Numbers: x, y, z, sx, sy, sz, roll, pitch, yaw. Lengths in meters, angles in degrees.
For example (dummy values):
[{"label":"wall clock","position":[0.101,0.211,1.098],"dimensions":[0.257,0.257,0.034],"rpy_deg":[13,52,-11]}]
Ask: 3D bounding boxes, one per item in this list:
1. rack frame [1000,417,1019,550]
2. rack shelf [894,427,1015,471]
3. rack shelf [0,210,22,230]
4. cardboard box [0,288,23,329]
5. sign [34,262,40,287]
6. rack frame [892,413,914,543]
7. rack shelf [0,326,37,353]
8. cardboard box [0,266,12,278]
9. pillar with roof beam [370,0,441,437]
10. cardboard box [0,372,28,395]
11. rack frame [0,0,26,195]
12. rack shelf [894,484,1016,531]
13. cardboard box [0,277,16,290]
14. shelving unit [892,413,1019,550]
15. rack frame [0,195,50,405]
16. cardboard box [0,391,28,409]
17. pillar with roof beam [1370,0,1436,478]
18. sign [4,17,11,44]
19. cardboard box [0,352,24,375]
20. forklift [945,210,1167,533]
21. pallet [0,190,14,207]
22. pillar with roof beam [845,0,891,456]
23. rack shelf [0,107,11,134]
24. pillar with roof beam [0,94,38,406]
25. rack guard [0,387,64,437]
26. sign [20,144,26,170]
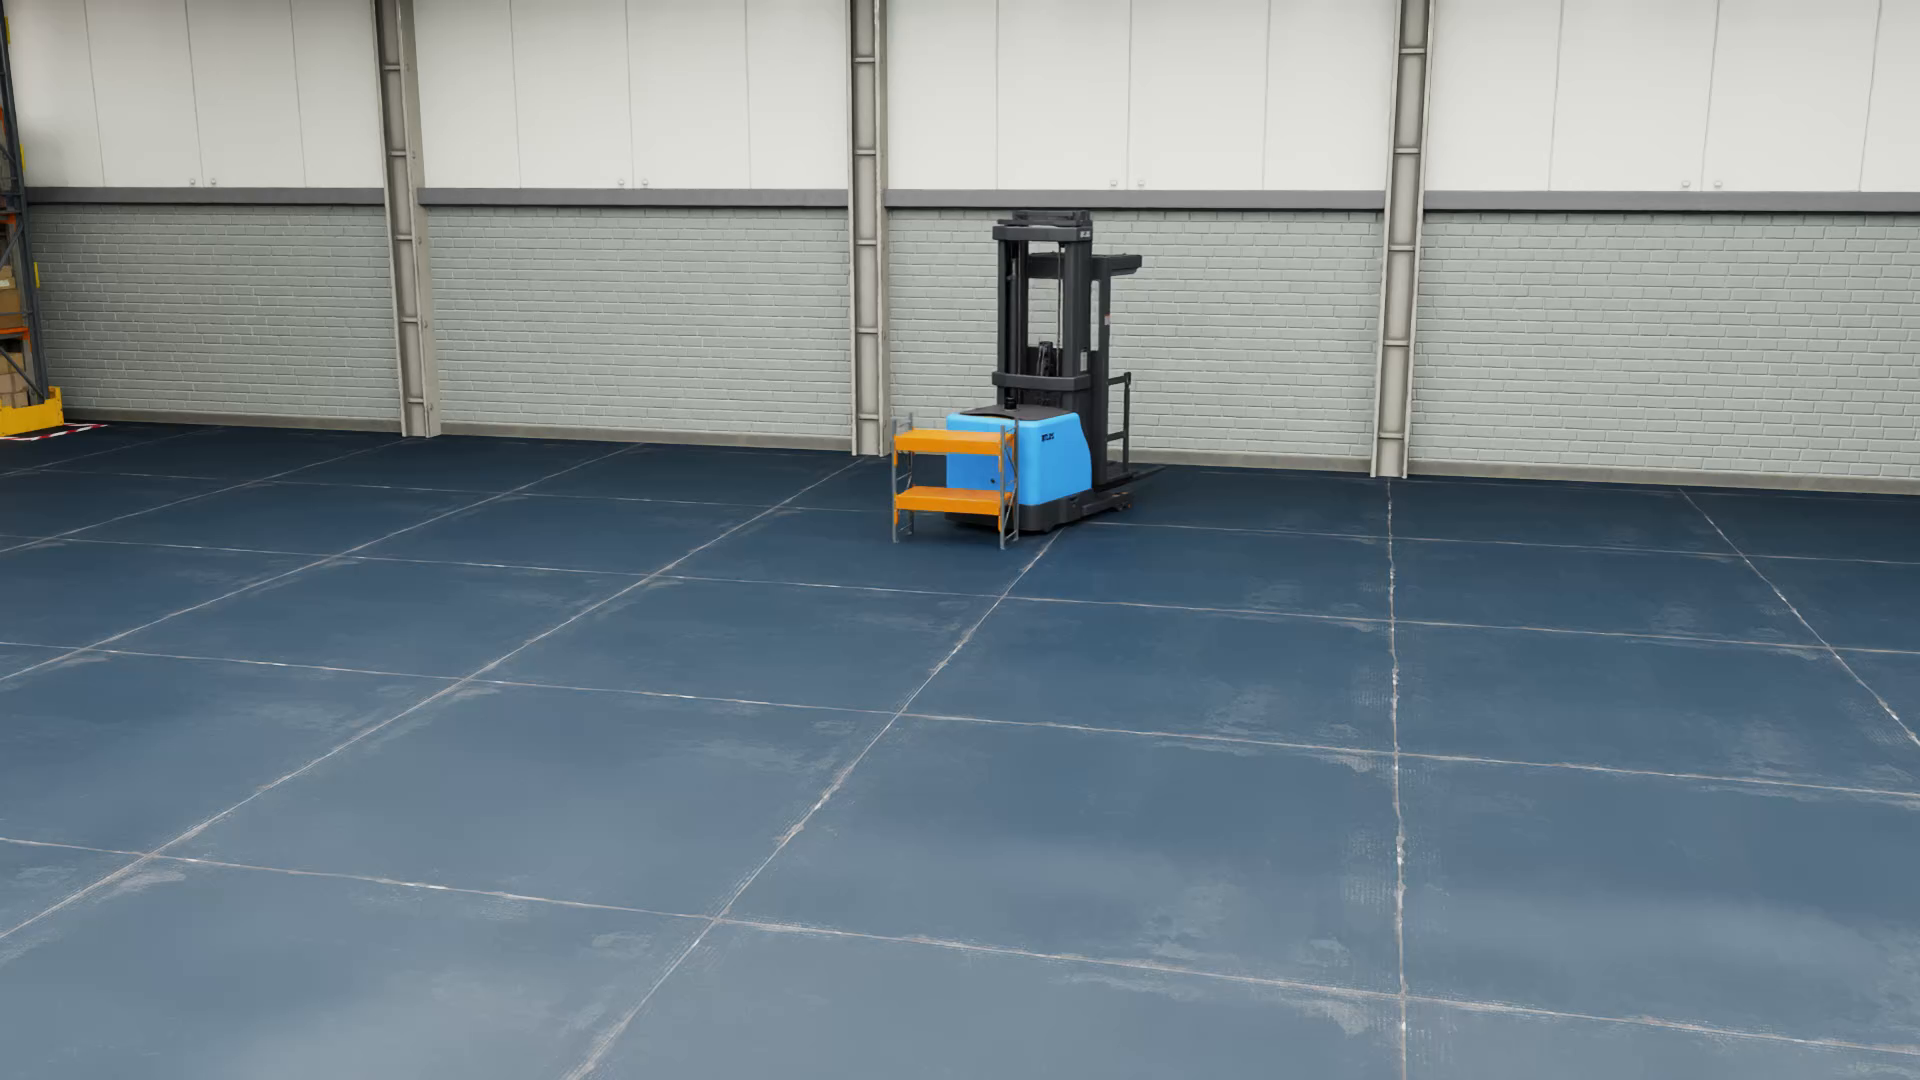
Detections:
[{"label":"rack frame","position":[0.446,-0.509,14.929],"dimensions":[0.032,1.125,0.500],"rpy_deg":[4,13,17]},{"label":"rack shelf","position":[-0.038,-0.828,15.015],"dimensions":[1.000,0.278,0.538],"rpy_deg":[4,13,17]},{"label":"rack shelf","position":[-14.193,-4.111,21.574],"dimensions":[4.000,0.370,1.077],"rpy_deg":[3,13,14]},{"label":"cardboard box","position":[-12.665,-3.027,21.721],"dimensions":[0.500,0.500,0.500],"rpy_deg":[3,13,15]},{"label":"sign","position":[-12.112,-3.472,21.775],"dimensions":[0.005,0.325,0.100],"rpy_deg":[3,13,14]},{"label":"rack frame","position":[-0.523,-0.575,15.228],"dimensions":[0.032,1.125,0.500],"rpy_deg":[4,13,17]},{"label":"rack shelf","position":[-14.193,-2.647,21.899],"dimensions":[4.000,0.370,1.077],"rpy_deg":[3,13,14]},{"label":"cardboard box","position":[-12.526,-3.467,21.521],"dimensions":[0.250,0.149,0.380],"rpy_deg":[3,13,12]},{"label":"pillar with roof beam","position":[-7.917,-4.832,16.236],"dimensions":[0.400,9.000,9.100],"rpy_deg":[3,13,14]},{"label":"cardboard box","position":[-12.658,-2.069,21.858],"dimensions":[0.500,0.250,0.500],"rpy_deg":[3,13,15]},{"label":"rack frame","position":[-12.251,-5.823,20.703],"dimensions":[0.127,3.000,1.000],"rpy_deg":[3,13,14]},{"label":"rack shelf","position":[-0.038,-0.303,15.132],"dimensions":[1.000,0.278,0.538],"rpy_deg":[4,13,17]},{"label":"cardboard box","position":[-12.518,-3.332,21.597],"dimensions":[0.250,0.149,0.380],"rpy_deg":[3,13,12]},{"label":"shelving unit","position":[-0.038,-0.542,15.079],"dimensions":[1.048,1.125,0.538],"rpy_deg":[4,13,17]},{"label":"rack frame","position":[-12.251,-2.894,21.353],"dimensions":[0.127,3.000,1.000],"rpy_deg":[3,13,14]},{"label":"cardboard box","position":[-12.681,-1.823,21.905],"dimensions":[0.500,0.250,0.500],"rpy_deg":[3,13,14]},{"label":"pillar with roof beam","position":[3.733,-4.209,13.429],"dimensions":[0.400,9.000,9.100],"rpy_deg":[3,13,14]},{"label":"sign","position":[-12.112,-6.473,21.109],"dimensions":[0.005,0.325,0.100],"rpy_deg":[3,13,14]},{"label":"cardboard box","position":[-12.672,-2.310,21.789],"dimensions":[0.500,0.250,0.500],"rpy_deg":[3,13,13]},{"label":"forklift","position":[1.095,-1.769,16.439],"dimensions":[1.130,2.935,3.031],"rpy_deg":[8,15,33]},{"label":"pallet","position":[-12.931,-4.357,21.227],"dimensions":[1.213,0.211,1.003],"rpy_deg":[3,13,14]},{"label":"pillar with roof beam","position":[-2.092,-4.520,14.833],"dimensions":[0.400,9.000,9.100],"rpy_deg":[3,13,14]},{"label":"rack shelf","position":[-14.193,-5.380,21.292],"dimensions":[4.000,0.370,1.077],"rpy_deg":[3,13,14]},{"label":"pillar with roof beam","position":[-13.742,-5.143,17.640],"dimensions":[0.400,9.000,9.100],"rpy_deg":[3,13,14]},{"label":"rack guard","position":[-12.228,-1.672,21.618],"dimensions":[0.348,0.500,1.175],"rpy_deg":[3,13,14]},{"label":"sign","position":[-12.112,-4.940,21.449],"dimensions":[0.005,0.325,0.100],"rpy_deg":[3,13,14]}]
